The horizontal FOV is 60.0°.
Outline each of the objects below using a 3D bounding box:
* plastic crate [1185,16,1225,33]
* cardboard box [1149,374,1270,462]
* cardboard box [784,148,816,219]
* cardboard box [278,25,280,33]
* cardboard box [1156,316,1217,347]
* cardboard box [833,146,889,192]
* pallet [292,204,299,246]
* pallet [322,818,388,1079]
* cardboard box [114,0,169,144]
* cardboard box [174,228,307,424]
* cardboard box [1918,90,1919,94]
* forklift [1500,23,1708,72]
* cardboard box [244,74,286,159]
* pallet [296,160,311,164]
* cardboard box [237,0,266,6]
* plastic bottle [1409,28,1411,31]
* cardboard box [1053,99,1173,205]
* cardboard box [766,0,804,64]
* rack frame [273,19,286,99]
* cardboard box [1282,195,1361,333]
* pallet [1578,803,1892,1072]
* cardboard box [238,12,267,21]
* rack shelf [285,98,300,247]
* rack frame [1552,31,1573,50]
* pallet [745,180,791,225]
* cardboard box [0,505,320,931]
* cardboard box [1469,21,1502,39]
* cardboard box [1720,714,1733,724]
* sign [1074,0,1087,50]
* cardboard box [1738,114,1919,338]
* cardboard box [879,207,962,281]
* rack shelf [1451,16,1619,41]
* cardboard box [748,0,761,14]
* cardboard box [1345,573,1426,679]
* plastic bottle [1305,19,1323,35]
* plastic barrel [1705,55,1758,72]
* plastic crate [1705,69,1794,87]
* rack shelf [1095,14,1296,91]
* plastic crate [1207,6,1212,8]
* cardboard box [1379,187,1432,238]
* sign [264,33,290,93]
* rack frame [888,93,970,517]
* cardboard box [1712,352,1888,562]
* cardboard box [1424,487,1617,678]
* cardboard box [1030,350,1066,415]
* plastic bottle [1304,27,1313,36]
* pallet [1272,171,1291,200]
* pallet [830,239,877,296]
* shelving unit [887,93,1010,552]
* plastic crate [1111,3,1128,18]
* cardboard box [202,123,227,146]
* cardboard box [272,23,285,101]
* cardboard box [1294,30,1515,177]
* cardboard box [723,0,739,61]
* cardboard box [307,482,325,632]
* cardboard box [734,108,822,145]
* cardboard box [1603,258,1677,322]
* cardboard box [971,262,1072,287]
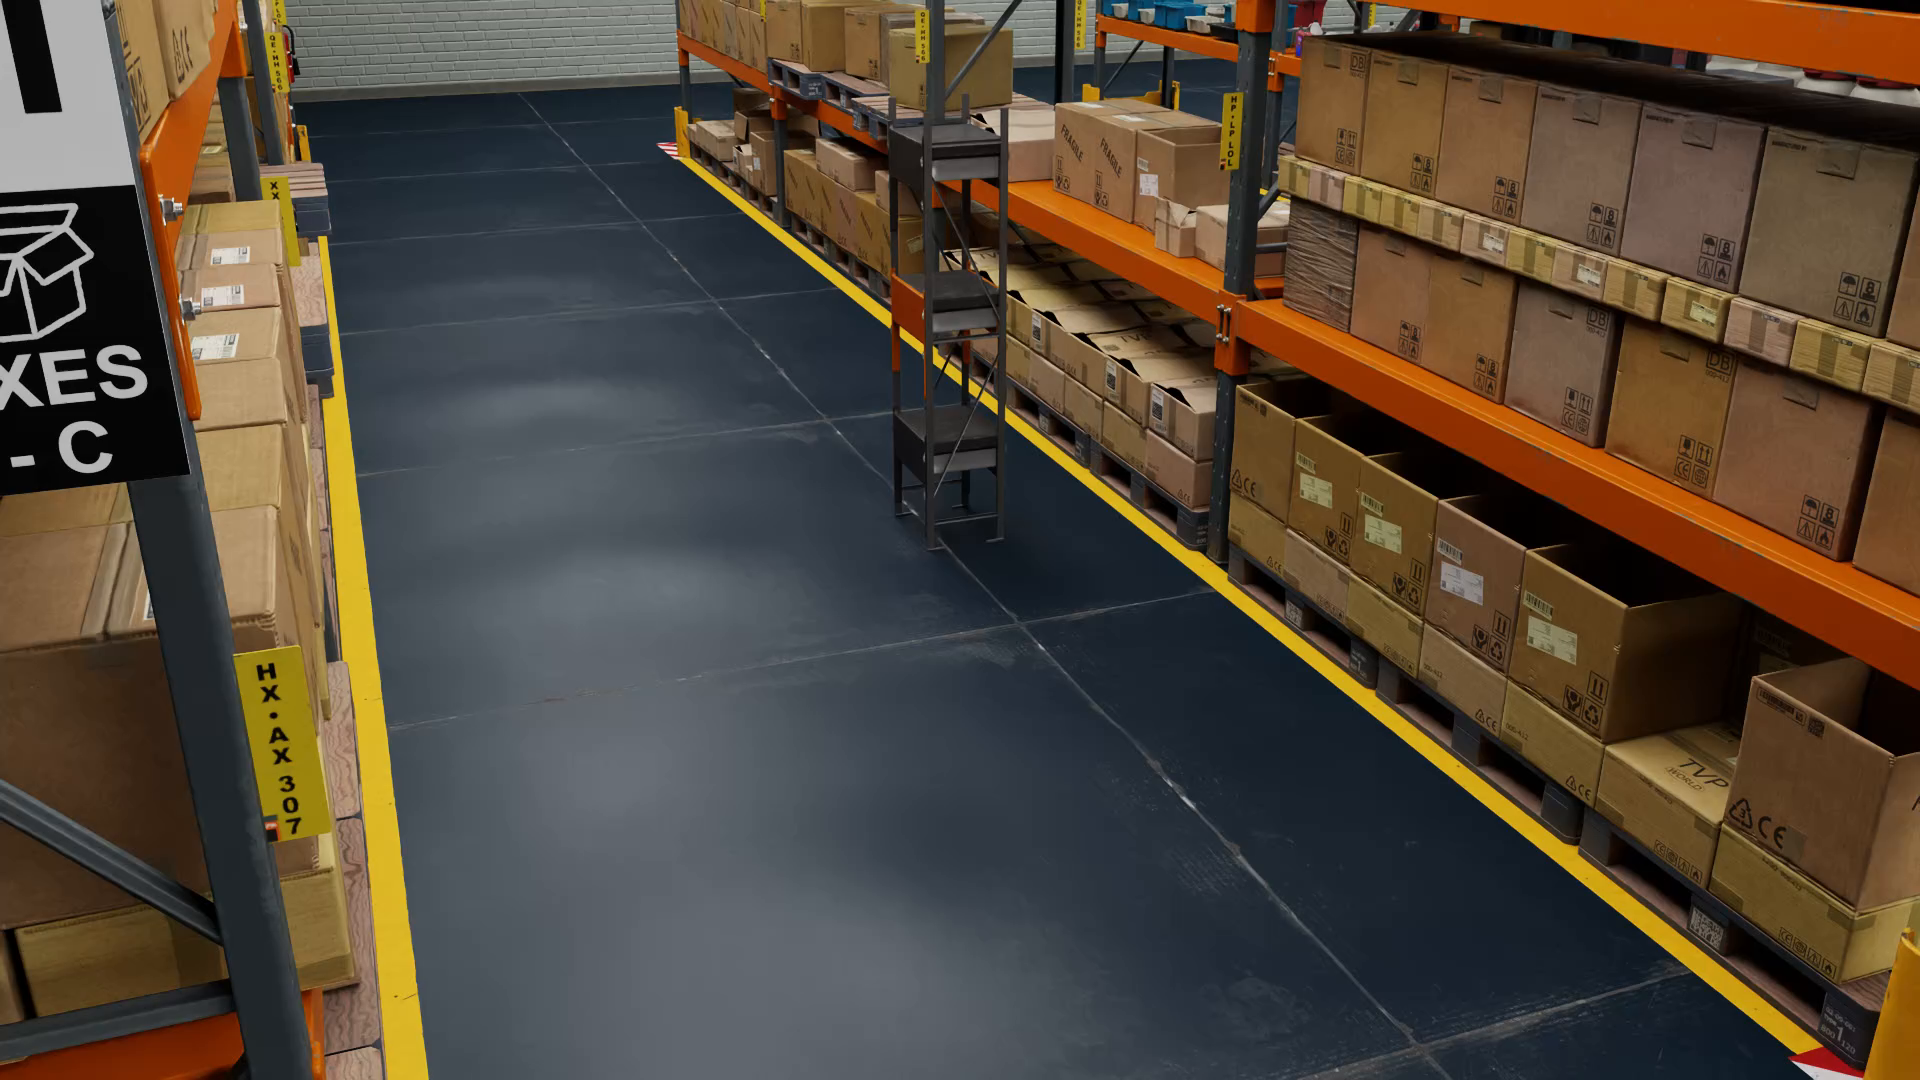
[{"bbox_3d":[2.594,-5.430,17.533,0.293,0.136,0.466,-8,24,-19],"label":"plastic crate"},{"bbox_3d":[1.270,-0.640,8.183,0.500,0.311,0.500,-8,24,-19],"label":"cardboard box"},{"bbox_3d":[-1.202,-3.096,14.384,0.500,0.500,0.500,-9,25,-21],"label":"cardboard box"},{"bbox_3d":[-6.207,-4.176,13.911,0.980,0.700,0.700,-9,24,-20],"label":"cardboard box"},{"bbox_3d":[1.412,-1.087,9.244,0.500,0.311,0.500,-9,25,-21],"label":"cardboard box"},{"bbox_3d":[-0.671,-2.896,12.944,0.500,0.250,0.500,-9,24,-20],"label":"cardboard box"},{"bbox_3d":[-3.628,-1.317,7.761,1.003,0.211,1.213,-8,24,-19],"label":"pallet"},{"bbox_3d":[-2.247,1.302,4.889,1.003,0.211,1.213,-8,24,-19],"label":"pallet"},{"bbox_3d":[-1.423,-0.806,2.284,0.500,0.500,0.500,-8,24,-18],"label":"cardboard box"},{"bbox_3d":[-2.314,-0.642,5.112,0.500,0.500,0.500,-8,24,-19],"label":"cardboard box"},{"bbox_3d":[9.312,-3.626,15.187,1.225,0.875,0.875,-10,25,-21],"label":"cardboard box"},{"bbox_3d":[3.803,-2.196,9.687,3.031,2.935,1.130,-19,30,-38],"label":"forklift"},{"bbox_3d":[-4.297,-2.523,9.837,0.500,0.500,0.500,-8,24,-17],"label":"cardboard box"},{"bbox_3d":[-6.836,-3.461,16.191,1.003,0.211,1.213,-8,24,-19],"label":"pallet"},{"bbox_3d":[-4.841,-3.419,10.996,0.500,0.250,0.500,-9,24,-20],"label":"cardboard box"},{"bbox_3d":[4.121,-4.620,15.414,0.144,0.351,0.185,-8,24,-19],"label":"plastic bottle"},{"bbox_3d":[0.876,-2.239,9.572,0.500,0.500,0.500,-10,25,-22],"label":"cardboard box"},{"bbox_3d":[-1.187,-4.291,13.898,0.700,0.500,0.500,-18,29,-36],"label":"cardboard box"},{"bbox_3d":[-5.778,-3.573,12.865,1.000,3.000,0.127,-8,24,-19],"label":"rack frame"},{"bbox_3d":[1.843,-1.233,7.184,0.700,0.500,0.500,-9,24,-20],"label":"cardboard box"},{"bbox_3d":[2.785,1.119,5.323,1.003,0.211,1.213,-8,24,-19],"label":"pallet"},{"bbox_3d":[-4.475,-3.053,10.128,0.500,0.250,0.500,-9,24,-20],"label":"cardboard box"},{"bbox_3d":[-5.072,-2.515,11.280,1.077,0.370,4.000,-8,24,-19],"label":"rack shelf"},{"bbox_3d":[4.903,-3.479,12.642,1.000,3.000,0.127,-8,24,-19],"label":"rack frame"},{"bbox_3d":[-1.387,-3.218,15.615,1.003,0.211,1.213,-8,24,-19],"label":"pallet"},{"bbox_3d":[-1.427,0.287,2.909,0.500,0.500,0.500,-8,24,-19],"label":"cardboard box"},{"bbox_3d":[7.011,-6.058,20.956,0.875,0.875,0.875,-8,24,-19],"label":"cardboard box"},{"bbox_3d":[2.756,0.592,5.984,0.500,0.250,0.500,-8,24,-19],"label":"cardboard box"},{"bbox_3d":[0.786,-3.411,10.991,0.100,0.325,0.005,-8,24,-19],"label":"sign"},{"bbox_3d":[2.731,-0.919,4.768,0.700,0.500,0.500,-9,24,-20],"label":"cardboard box"},{"bbox_3d":[-0.282,-2.159,12.162,0.500,0.500,0.500,-7,24,-17],"label":"cardboard box"},{"bbox_3d":[7.417,-6.007,19.566,1.077,0.370,4.000,-8,24,-19],"label":"rack shelf"},{"bbox_3d":[-1.566,-4.909,14.619,0.500,0.500,0.500,-8,24,-19],"label":"cardboard box"},{"bbox_3d":[1.905,0.301,6.673,0.500,0.250,0.500,-8,24,-19],"label":"cardboard box"},{"bbox_3d":[3.325,-4.722,15.656,0.144,0.351,0.185,-8,24,-19],"label":"plastic bottle"},{"bbox_3d":[5.466,-3.186,11.803,0.421,0.512,0.421,0,23,0],"label":"plastic barrel"},{"bbox_3d":[5.188,-2.879,11.136,0.402,0.464,0.583,-8,24,-19],"label":"plastic crate"},{"bbox_3d":[2.783,-5.327,17.954,1.077,0.370,4.000,-8,24,-19],"label":"rack shelf"},{"bbox_3d":[2.623,-5.913,18.679,0.396,0.136,0.243,-8,24,-19],"label":"plastic crate"},{"bbox_3d":[1.870,-1.288,6.480,0.380,0.149,0.250,-9,24,-19],"label":"cardboard box"},{"bbox_3d":[-3.861,-2.694,9.392,0.100,0.325,0.005,-8,24,-19],"label":"sign"},{"bbox_3d":[-0.145,-1.116,8.195,0.400,2.100,0.015,-8,24,-19],"label":"rack frame"},{"bbox_3d":[2.751,-0.301,4.974,0.700,0.500,0.500,-8,24,-18],"label":"cardboard box"},{"bbox_3d":[2.084,0.137,6.097,0.500,0.500,0.500,-8,24,-19],"label":"cardboard box"},{"bbox_3d":[0.727,-0.939,9.616,0.500,0.250,0.500,-8,24,-18],"label":"cardboard box"},{"bbox_3d":[3.268,-4.638,15.543,0.061,0.283,0.133,-8,24,-19],"label":"plastic bottle"},{"bbox_3d":[3.724,-3.361,15.953,1.003,0.211,1.213,-8,24,-19],"label":"pallet"},{"bbox_3d":[-0.388,-2.234,13.280,1.003,0.211,1.213,-8,24,-19],"label":"pallet"},{"bbox_3d":[-0.058,-1.028,7.985,0.431,2.100,0.503,-8,24,-19],"label":"shelving unit"},{"bbox_3d":[1.892,-6.029,18.954,0.250,0.136,0.298,-8,24,-19],"label":"plastic crate"},{"bbox_3d":[-3.553,-1.543,7.355,0.700,0.500,0.500,-5,23,-12],"label":"cardboard box"},{"bbox_3d":[-5.190,-3.448,12.031,0.500,0.500,0.500,-8,24,-19],"label":"cardboard box"},{"bbox_3d":[1.843,-1.831,6.932,0.700,0.500,0.500,-8,24,-19],"label":"cardboard box"},{"bbox_3d":[-1.929,-4.820,15.695,0.500,0.500,0.500,-8,24,-18],"label":"cardboard box"},{"bbox_3d":[-1.962,0.070,4.390,0.500,0.250,0.500,-8,24,-19],"label":"cardboard box"},{"bbox_3d":[-1.814,-3.988,16.498,0.797,0.503,0.637,-8,24,-19],"label":"cardboard box"},{"bbox_3d":[2.322,-0.822,5.373,0.380,0.149,0.250,-8,24,-18],"label":"cardboard box"},{"bbox_3d":[0.371,-1.565,10.379,0.500,0.311,0.500,-9,24,-20],"label":"cardboard box"}]
